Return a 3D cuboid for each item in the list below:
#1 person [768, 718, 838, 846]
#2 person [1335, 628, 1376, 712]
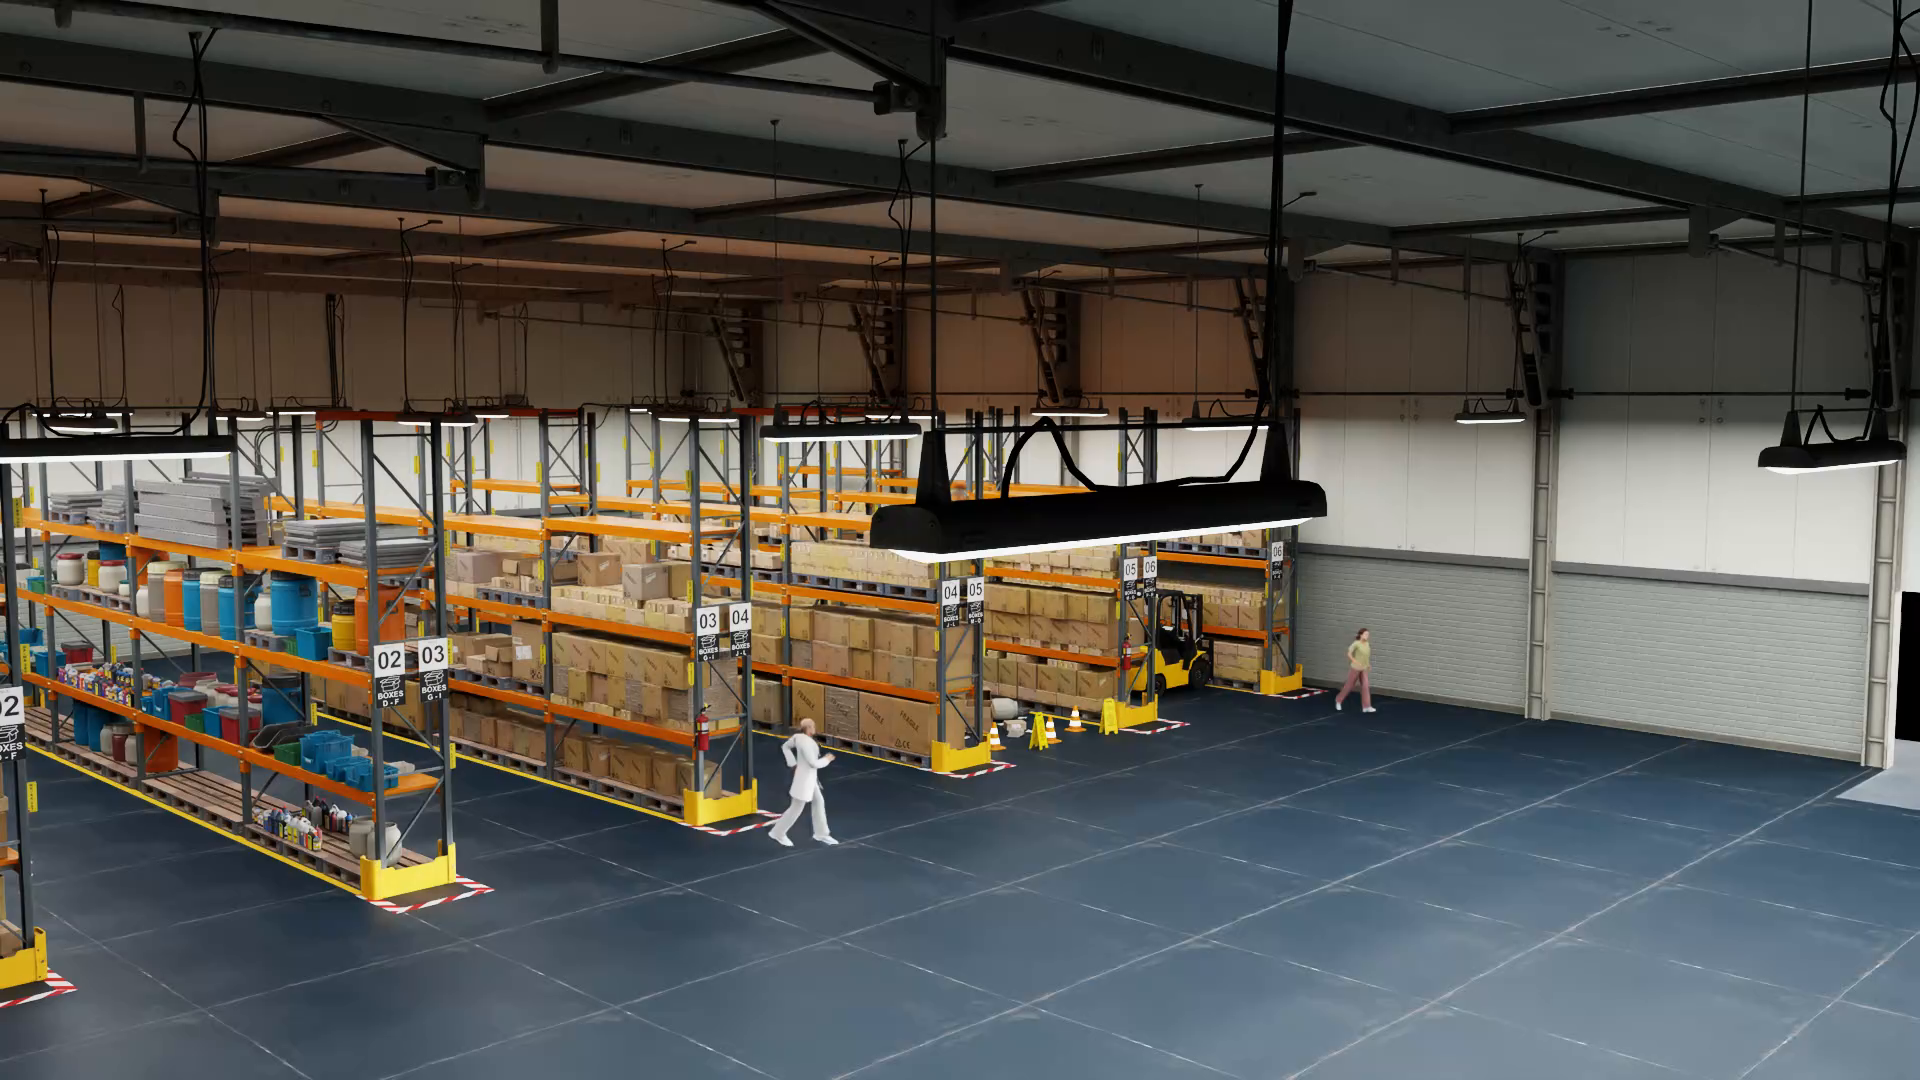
[{"bbox_3d":[-2.175,3.474,23.075,0.977,1.620,0.679,-1,5,-8],"label":"person"},{"bbox_3d":[7.918,2.561,32.842,0.614,1.649,0.972,-3,6,-32],"label":"person"}]
